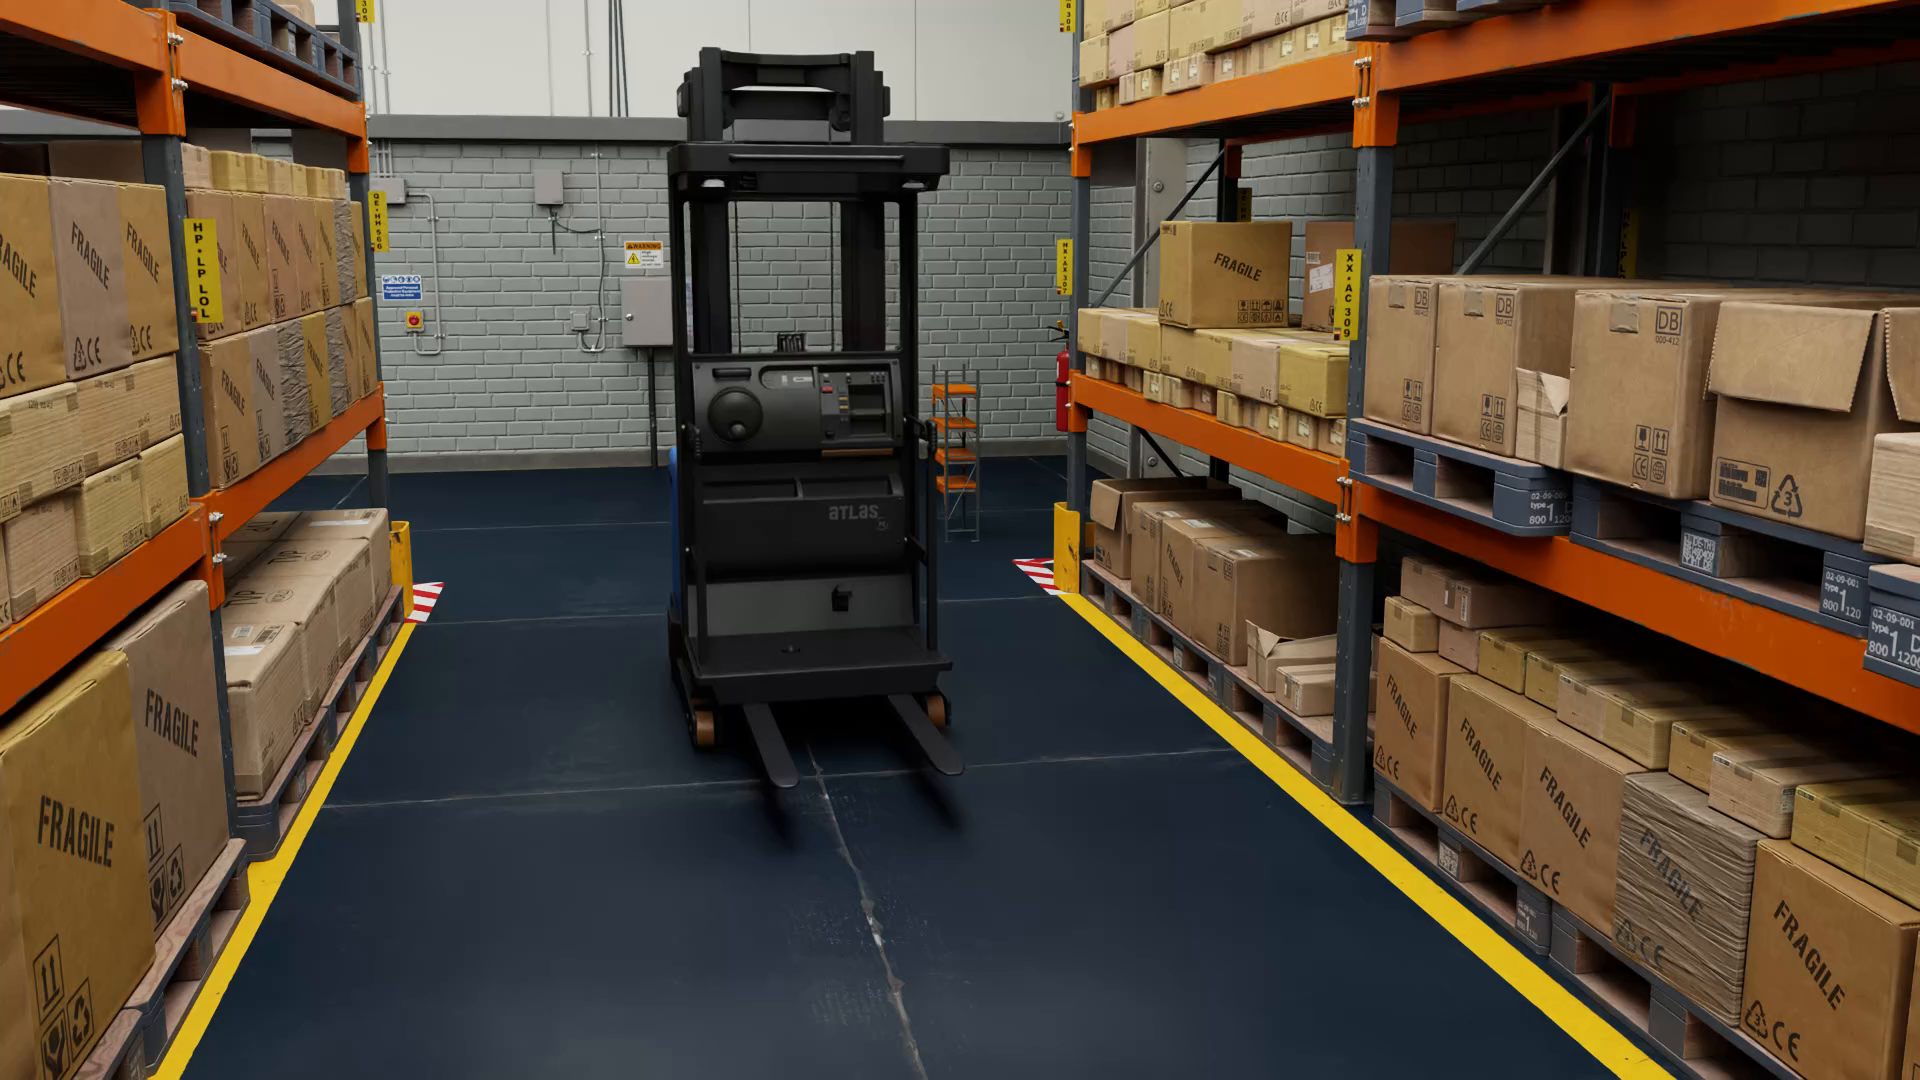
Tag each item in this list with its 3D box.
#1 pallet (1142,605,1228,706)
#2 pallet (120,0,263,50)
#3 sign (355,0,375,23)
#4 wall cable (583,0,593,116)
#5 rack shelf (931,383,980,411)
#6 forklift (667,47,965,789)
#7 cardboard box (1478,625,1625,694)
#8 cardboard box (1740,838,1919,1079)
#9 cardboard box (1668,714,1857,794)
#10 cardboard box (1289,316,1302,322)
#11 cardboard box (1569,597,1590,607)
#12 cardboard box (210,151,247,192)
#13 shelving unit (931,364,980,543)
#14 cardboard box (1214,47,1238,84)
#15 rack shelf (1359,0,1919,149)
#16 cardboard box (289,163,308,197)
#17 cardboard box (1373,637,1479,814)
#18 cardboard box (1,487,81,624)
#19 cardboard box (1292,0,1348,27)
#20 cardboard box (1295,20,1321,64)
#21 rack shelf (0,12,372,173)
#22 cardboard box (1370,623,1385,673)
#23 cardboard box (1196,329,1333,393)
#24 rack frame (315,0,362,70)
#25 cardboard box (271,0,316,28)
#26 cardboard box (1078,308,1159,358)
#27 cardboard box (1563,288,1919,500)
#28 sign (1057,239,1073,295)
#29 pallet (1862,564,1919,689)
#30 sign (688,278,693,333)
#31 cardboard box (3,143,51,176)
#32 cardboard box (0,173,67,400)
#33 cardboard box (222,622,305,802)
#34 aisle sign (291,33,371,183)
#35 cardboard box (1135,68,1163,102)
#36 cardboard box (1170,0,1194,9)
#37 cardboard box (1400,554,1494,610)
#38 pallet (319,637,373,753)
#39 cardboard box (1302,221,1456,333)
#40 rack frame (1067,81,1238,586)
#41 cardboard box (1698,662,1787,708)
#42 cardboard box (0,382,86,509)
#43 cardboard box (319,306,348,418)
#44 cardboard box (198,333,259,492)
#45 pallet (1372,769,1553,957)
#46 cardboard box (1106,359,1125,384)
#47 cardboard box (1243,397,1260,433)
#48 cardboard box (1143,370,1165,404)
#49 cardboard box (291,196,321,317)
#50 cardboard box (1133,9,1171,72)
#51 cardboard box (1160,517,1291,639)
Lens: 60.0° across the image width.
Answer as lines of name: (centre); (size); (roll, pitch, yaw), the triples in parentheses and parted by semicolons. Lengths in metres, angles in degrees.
pallet: (1.563, 0.537, 8.311); (1.003, 0.211, 1.213); (-2, 11, -11)
pallet: (-3.081, -1.882, 5.777); (1.003, 0.211, 1.213); (-2, 11, -11)
sign: (-3.175, -2.922, 8.848); (0.100, 0.325, 0.005); (-2, 11, -11)
wall cable: (-4.354, -5.042, 14.121); (2.355, 3.000, 0.029); (-2, 11, -11)
rack shelf: (-0.032, -1.006, 11.670); (0.258, 0.148, 0.480); (-2, 11, -11)
forklift: (-0.666, -0.633, 7.185); (1.130, 2.935, 3.031); (-3, 11, -13)
cardboard box: (1.936, 0.390, 5.451); (0.380, 0.149, 0.250); (-3, 11, -14)
cardboard box: (2.229, 1.015, 3.905); (0.500, 0.500, 0.500); (-2, 11, -9)
cardboard box: (2.141, 0.581, 4.447); (0.380, 0.149, 0.250); (-2, 11, -11)
cardboard box: (1.699, -1.029, 8.684); (0.500, 0.250, 0.500); (-2, 11, -9)
cardboard box: (2.290, 0.277, 6.045); (0.380, 0.149, 0.250); (-3, 11, -13)
cardboard box: (-2.884, -1.367, 6.182); (0.380, 0.149, 0.250); (-2, 11, -11)
shelving unit: (-0.032, -0.620, 11.744); (0.258, 1.200, 0.503); (-2, 11, -11)
cardboard box: (1.366, -2.124, 7.483); (0.380, 0.149, 0.250); (-2, 11, -10)
rack shelf: (2.325, -1.236, 4.070); (1.077, 0.370, 4.000); (-2, 11, -11)
cardboard box: (-3.142, -1.604, 7.423); (0.380, 0.149, 0.250); (-2, 11, -10)
cardboard box: (1.809, 0.636, 5.896); (0.500, 0.500, 0.500); (-2, 11, -9)
cardboard box: (-2.420, 0.032, 3.908); (0.500, 0.250, 0.500); (-2, 11, -13)
cardboard box: (1.597, -2.108, 6.334); (0.500, 0.250, 0.500); (-2, 11, -11)
cardboard box: (1.532, -1.933, 6.480); (0.380, 0.149, 0.250); (-2, 11, -11)
rack shelf: (-3.321, -1.789, 6.973); (1.077, 0.370, 4.000); (-2, 11, -11)
cardboard box: (2.039, 0.502, 7.105); (0.500, 0.311, 0.500); (-2, 11, -9)
cardboard box: (1.402, -0.823, 7.604); (0.500, 0.250, 0.500); (-2, 11, -11)
rack frame: (-3.710, -3.982, 8.552); (1.000, 3.000, 0.127); (-2, 11, -11)
cardboard box: (-3.534, -2.611, 8.382); (0.500, 0.250, 0.500); (-3, 11, -16)
cardboard box: (0.982, -1.196, 9.563); (0.500, 0.250, 0.500); (-2, 11, -11)
cardboard box: (2.064, -0.402, 4.398); (0.700, 0.500, 0.500); (-2, 11, -11)
sign: (0.626, -1.622, 9.880); (0.100, 0.325, 0.005); (-2, 11, -11)
pallet: (2.513, 0.223, 3.014); (1.213, 0.211, 1.003); (-2, 11, -11)
sign: (-2.297, -2.127, 15.106); (0.329, 0.494, 0.001); (-2, 11, -11)
cardboard box: (-3.249, -1.258, 5.606); (0.380, 0.149, 0.250); (-2, 11, -10)
cardboard box: (-2.412, -0.581, 3.784); (0.500, 0.500, 0.500); (-2, 11, -9)
cardboard box: (-2.949, 0.632, 6.084); (0.875, 0.438, 0.875); (-2, 11, -12)
aisle sign: (-3.420, -2.337, 8.999); (0.394, 0.787, 0.004); (-2, 11, -11)
cardboard box: (1.107, -2.308, 8.448); (0.380, 0.149, 0.250); (-2, 11, -11)
cardboard box: (1.299, -2.639, 7.784); (0.500, 0.250, 0.500); (-2, 11, -9)
cardboard box: (1.804, 0.147, 5.932); (0.380, 0.149, 0.250); (-2, 11, -12)
pallet: (-3.244, 0.702, 7.445); (1.003, 0.211, 1.213); (-2, 11, -11)
cardboard box: (1.907, -1.206, 7.613); (0.500, 0.500, 0.500); (-2, 11, -13)
rack frame: (1.158, -1.216, 10.065); (1.000, 3.000, 0.127); (-2, 11, -11)
cardboard box: (2.479, 0.468, 5.042); (0.380, 0.149, 0.250); (-2, 11, -9)
cardboard box: (-2.397, -0.215, 3.869); (0.500, 0.250, 0.500); (-2, 11, -10)
cardboard box: (-3.164, -0.819, 7.709); (0.500, 0.500, 0.500); (-2, 11, -9)
cardboard box: (-2.767, -0.446, 5.752); (0.500, 0.500, 0.500); (-2, 11, -9)
pallet: (2.131, 1.035, 5.695); (1.003, 0.211, 1.213); (-2, 11, -11)
cardboard box: (1.048, -0.978, 9.483); (0.380, 0.149, 0.250); (-2, 11, -10)
cardboard box: (1.456, -0.552, 7.244); (0.380, 0.149, 0.250); (-2, 11, -10)
cardboard box: (1.155, -0.785, 8.468); (0.380, 0.149, 0.250); (-2, 11, -13)
cardboard box: (-3.063, -1.218, 7.131); (0.500, 0.500, 0.500); (-2, 11, -11)
cardboard box: (1.183, -2.484, 8.310); (0.500, 0.250, 0.500); (-2, 11, -13)
cardboard box: (1.317, 0.180, 8.292); (0.500, 0.500, 0.500); (-2, 11, -10)
